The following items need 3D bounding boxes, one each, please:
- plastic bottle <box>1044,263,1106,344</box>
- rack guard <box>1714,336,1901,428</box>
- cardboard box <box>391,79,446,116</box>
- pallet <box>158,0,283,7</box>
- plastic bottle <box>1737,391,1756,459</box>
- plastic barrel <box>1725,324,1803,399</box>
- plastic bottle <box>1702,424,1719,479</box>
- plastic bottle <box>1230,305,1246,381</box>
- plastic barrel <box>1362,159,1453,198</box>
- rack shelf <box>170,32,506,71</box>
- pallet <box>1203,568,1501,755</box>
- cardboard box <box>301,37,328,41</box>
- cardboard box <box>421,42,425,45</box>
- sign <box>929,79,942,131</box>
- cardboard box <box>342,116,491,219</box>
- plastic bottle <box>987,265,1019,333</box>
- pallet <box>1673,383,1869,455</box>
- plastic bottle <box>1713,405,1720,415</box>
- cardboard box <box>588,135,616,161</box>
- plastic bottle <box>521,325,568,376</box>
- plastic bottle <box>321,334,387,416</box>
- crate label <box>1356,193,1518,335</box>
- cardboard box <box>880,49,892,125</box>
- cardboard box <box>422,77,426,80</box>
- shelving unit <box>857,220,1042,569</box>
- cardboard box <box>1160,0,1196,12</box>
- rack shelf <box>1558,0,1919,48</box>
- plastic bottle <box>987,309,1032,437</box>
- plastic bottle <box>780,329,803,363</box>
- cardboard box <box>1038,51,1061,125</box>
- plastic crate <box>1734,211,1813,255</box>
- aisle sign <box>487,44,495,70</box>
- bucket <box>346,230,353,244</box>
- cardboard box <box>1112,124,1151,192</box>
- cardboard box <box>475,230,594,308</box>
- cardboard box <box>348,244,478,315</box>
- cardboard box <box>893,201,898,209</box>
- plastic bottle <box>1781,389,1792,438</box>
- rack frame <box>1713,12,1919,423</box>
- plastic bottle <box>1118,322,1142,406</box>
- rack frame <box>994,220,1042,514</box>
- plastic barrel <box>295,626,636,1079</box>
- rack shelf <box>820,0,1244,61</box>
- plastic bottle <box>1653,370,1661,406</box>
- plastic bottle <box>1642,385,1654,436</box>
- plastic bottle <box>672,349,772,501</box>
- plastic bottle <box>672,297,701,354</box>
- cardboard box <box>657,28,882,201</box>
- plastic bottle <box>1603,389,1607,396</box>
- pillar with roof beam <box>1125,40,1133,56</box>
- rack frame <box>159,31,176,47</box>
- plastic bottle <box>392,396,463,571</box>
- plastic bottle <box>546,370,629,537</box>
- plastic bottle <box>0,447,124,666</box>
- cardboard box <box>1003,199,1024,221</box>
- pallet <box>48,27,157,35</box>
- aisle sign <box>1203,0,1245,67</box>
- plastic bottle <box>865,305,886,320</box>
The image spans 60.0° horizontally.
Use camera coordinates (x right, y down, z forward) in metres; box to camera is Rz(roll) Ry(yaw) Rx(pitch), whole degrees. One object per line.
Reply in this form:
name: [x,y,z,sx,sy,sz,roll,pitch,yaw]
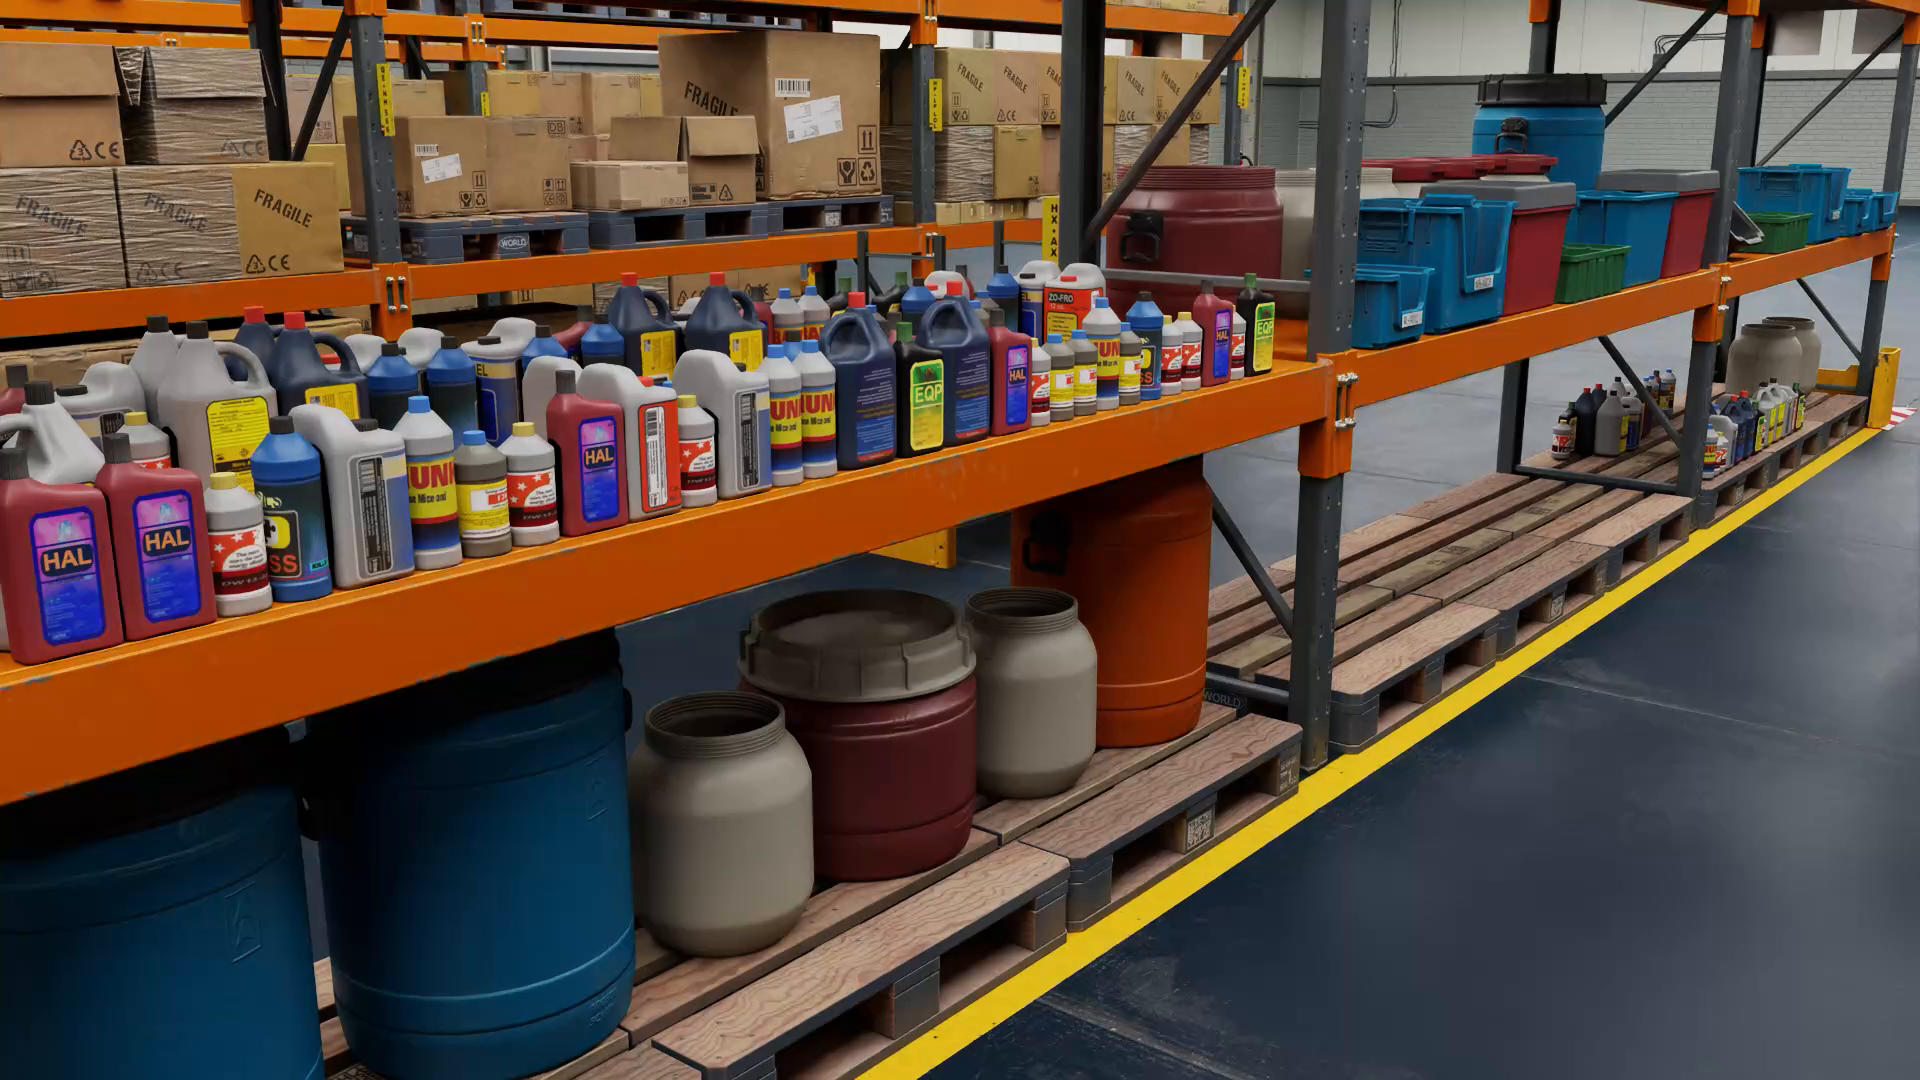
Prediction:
plastic bottle: [0.342,-0.688,4.991,0.152,0.276,0.135,11,18,38]
rack guard: [5.763,-1.103,11.451,1.175,0.500,0.348,11,18,38]
cardboard box: [-4.694,-3.561,13.815,0.700,0.500,0.500,11,18,37]
pallet: [-5.836,-4.066,12.329,1.003,0.211,1.213,12,19,40]
plastic bottle: [4.209,-0.627,8.984,0.144,0.351,0.185,10,18,35]
plastic barrel: [5.105,-1.101,10.563,0.421,0.512,0.421,0,14,0]
plastic bottle: [3.802,-0.455,8.469,0.097,0.271,0.097,0,14,0]
plastic bottle: [0.737,-0.546,4.582,0.097,0.201,0.097,0,14,0]
plastic barrel: [1.756,-1.264,6.730,0.433,0.535,0.433,0,14,0]
rack shelf: [-7.043,-5.359,18.494,1.077,0.370,4.000,11,18,38]
pallet: [1.264,0.405,6.102,1.003,0.211,1.213,11,18,38]
cardboard box: [-7.035,-5.458,17.933,0.380,0.149,0.250,11,18,36]
cardboard box: [-6.328,-5.721,18.968,0.380,0.149,0.250,11,18,38]
sign: [-0.158,-2.813,10.753,0.100,0.325,0.005,11,18,38]
cardboard box: [-2.798,-1.933,8.583,0.500,0.500,0.500,9,17,31]
plastic bottle: [0.129,-0.691,5.014,0.097,0.271,0.097,0,14,0]
pallet: [5.249,-0.809,10.877,1.003,0.211,1.213,11,18,38]
plastic bottle: [4.088,-0.598,9.034,0.097,0.271,0.097,0,14,0]
cardboard box: [-3.405,-3.463,15.359,0.875,0.550,0.550,11,18,38]
plastic bottle: [-0.886,-0.323,3.562,0.097,0.271,0.097,0,14,0]
plastic bottle: [-1.225,-0.271,3.348,0.152,0.276,0.135,11,18,38]
crate label: [1.581,-0.970,5.778,0.502,0.435,0.616,11,18,38]
cardboard box: [-0.523,-3.143,11.566,0.500,0.500,0.500,11,18,38]
cardboard box: [-6.261,-5.087,19.216,0.700,0.500,0.500,11,18,38]
shelving unit: [0.048,-0.742,7.996,0.587,1.500,1.083,11,18,38]
cardboard box: [1.505,-4.257,12.999,0.500,0.250,0.500,11,18,38]
rack shelf: [4.518,-3.059,9.441,1.077,0.370,4.000,11,18,38]
plastic bottle: [0.106,-0.386,3.786,0.061,0.283,0.133,11,18,38]
plastic bottle: [-0.348,-0.305,3.494,0.097,0.271,0.097,0,14,0]
cardboard box: [0.517,-3.253,11.997,0.500,0.500,0.500,11,18,38]
plastic crate: [4.333,-1.684,9.091,0.450,0.188,0.662,11,18,38]
aisle sign: [-5.521,-5.864,19.833,0.394,0.787,0.004,11,18,38]
bucket: [-6.094,-2.657,16.051,0.620,0.611,0.726,-19,22,-27]
cardboard box: [0.986,-2.991,12.999,0.875,0.500,0.500,11,18,38]
cardboard box: [-3.936,-2.407,14.970,0.875,0.875,0.875,12,18,38]
cardboard box: [-4.706,-2.104,14.031,1.050,0.750,0.750,11,18,37]
cardboard box: [-0.521,-2.348,11.785,0.380,0.149,0.250,11,18,38]
plastic bottle: [4.694,-0.740,9.581,0.152,0.276,0.135,11,18,36]
rack frame: [5.775,-2.337,11.229,1.000,3.000,0.127,11,18,38]
plastic bottle: [0.409,-0.445,4.188,0.097,0.201,0.097,0,14,0]
rack frame: [0.373,-0.841,8.386,0.500,1.500,0.032,11,18,38]
plastic barrel: [-0.967,0.538,3.323,0.600,0.901,0.708,11,18,38]
rack shelf: [0.665,-3.825,12.458,1.077,0.370,4.000,11,18,38]
plastic bottle: [4.236,-0.894,10.173,0.061,0.283,0.133,12,18,38]
plastic bottle: [3.953,-0.748,9.599,0.061,0.283,0.133,11,18,38]
plastic bottle: [-0.452,-0.230,3.188,0.152,0.276,0.135,11,18,38]
plastic bottle: [-0.648,-0.446,4.039,0.152,0.276,0.135,11,18,38]
cardboard box: [-1.200,-2.701,10.591,1.000,1.000,1.000,11,18,38]
plastic bottle: [3.632,-0.710,9.448,0.061,0.283,0.133,13,19,41]
pillar with roof beam: [7.645,-12.248,38.059,9.100,9.000,0.400,11,18,38]
rack frame: [-8.300,-3.871,17.267,1.000,3.000,0.127,11,18,38]
plastic bottle: [-0.856,-0.094,2.662,0.097,0.271,0.097,0,14,0]
plastic bottle: [-0.647,-0.156,2.883,0.061,0.283,0.133,11,18,38]
plastic bottle: [-1.205,0.014,2.214,0.061,0.283,0.133,11,18,38]
cardboard box: [0.230,-2.357,11.821,0.380,0.149,0.250,11,18,38]
pallet: [-8.771,-5.132,16.521,1.213,0.211,1.003,11,18,38]
aisle sign: [2.195,-4.329,13.790,0.394,0.787,0.004,11,18,38]
plastic bottle: [-0.246,-0.543,4.573,0.097,0.201,0.097,0,14,0]
